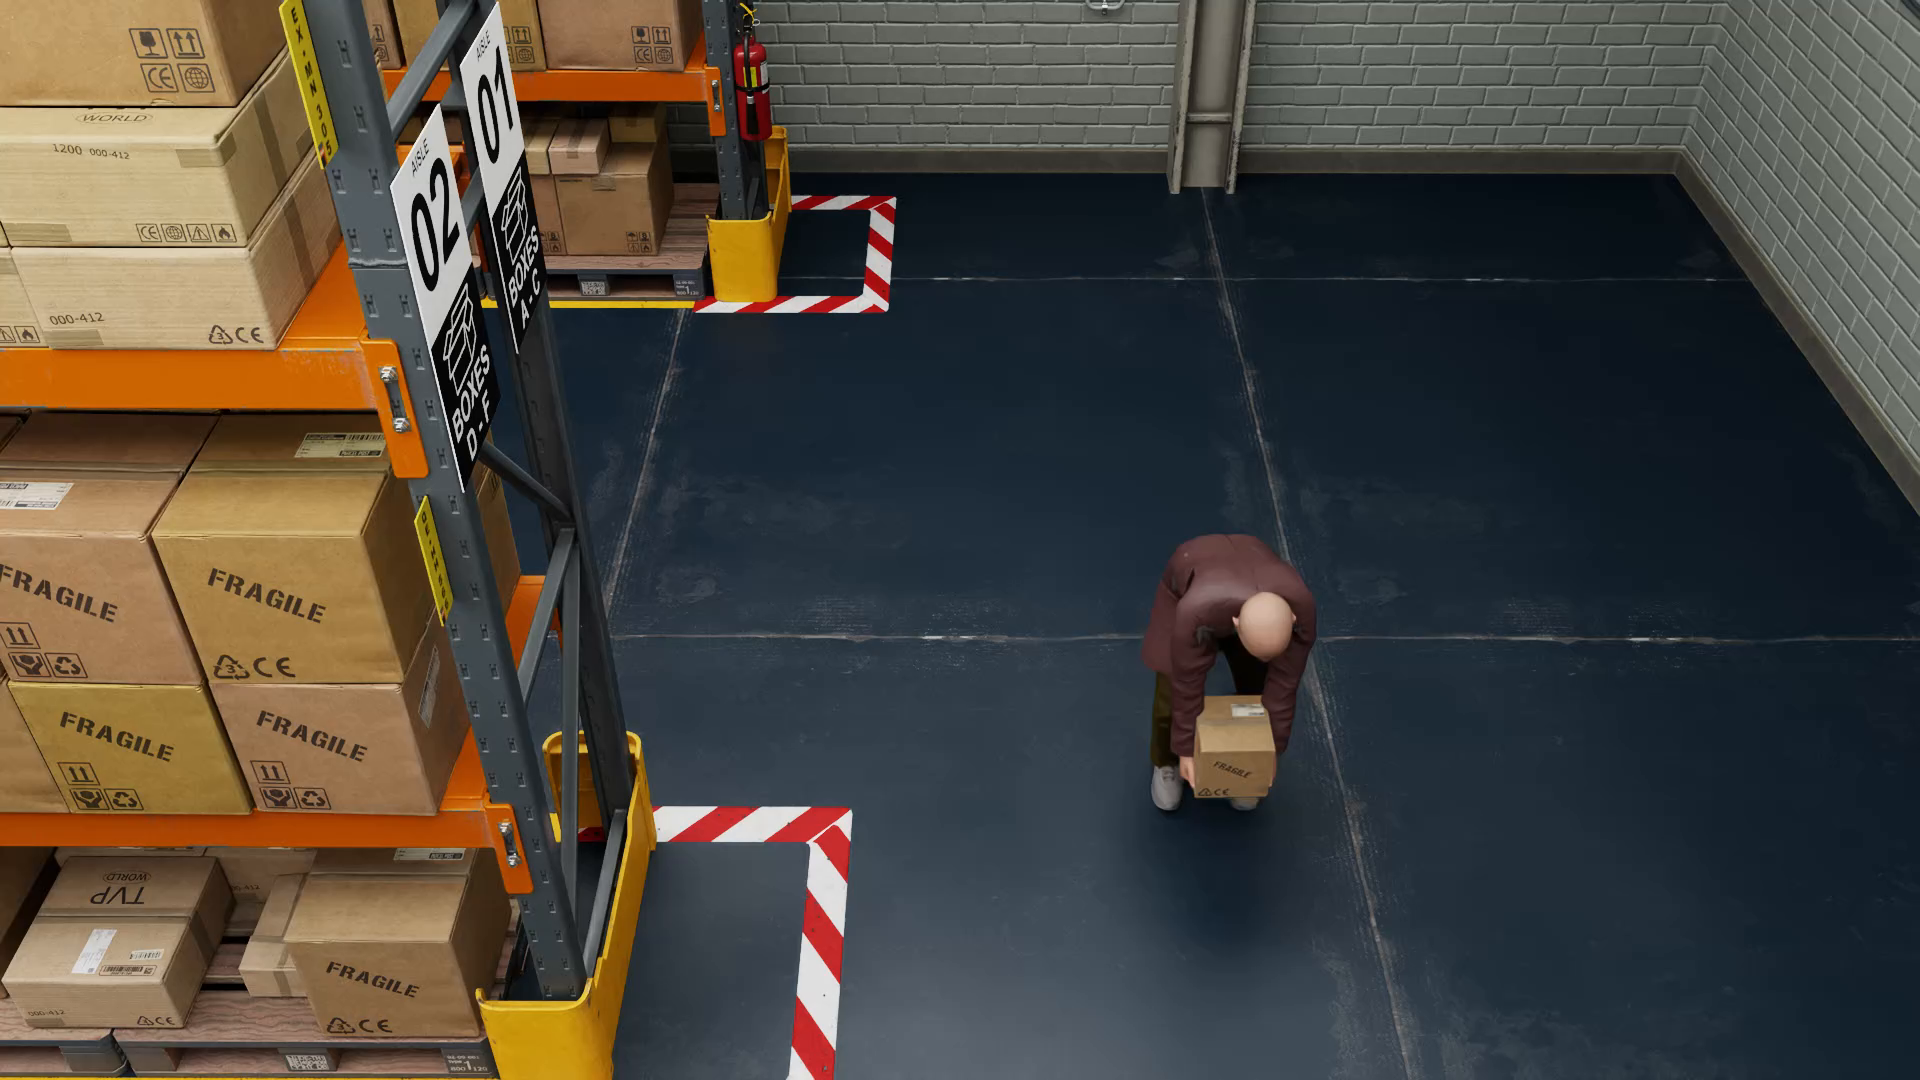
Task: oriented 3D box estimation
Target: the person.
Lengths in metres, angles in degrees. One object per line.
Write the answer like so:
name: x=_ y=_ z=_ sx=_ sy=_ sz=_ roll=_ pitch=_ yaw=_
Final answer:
person: x=0.934 y=0.513 z=5.852 sx=0.563 sy=1.380 sz=0.877 roll=-1 pitch=39 yaw=-1
